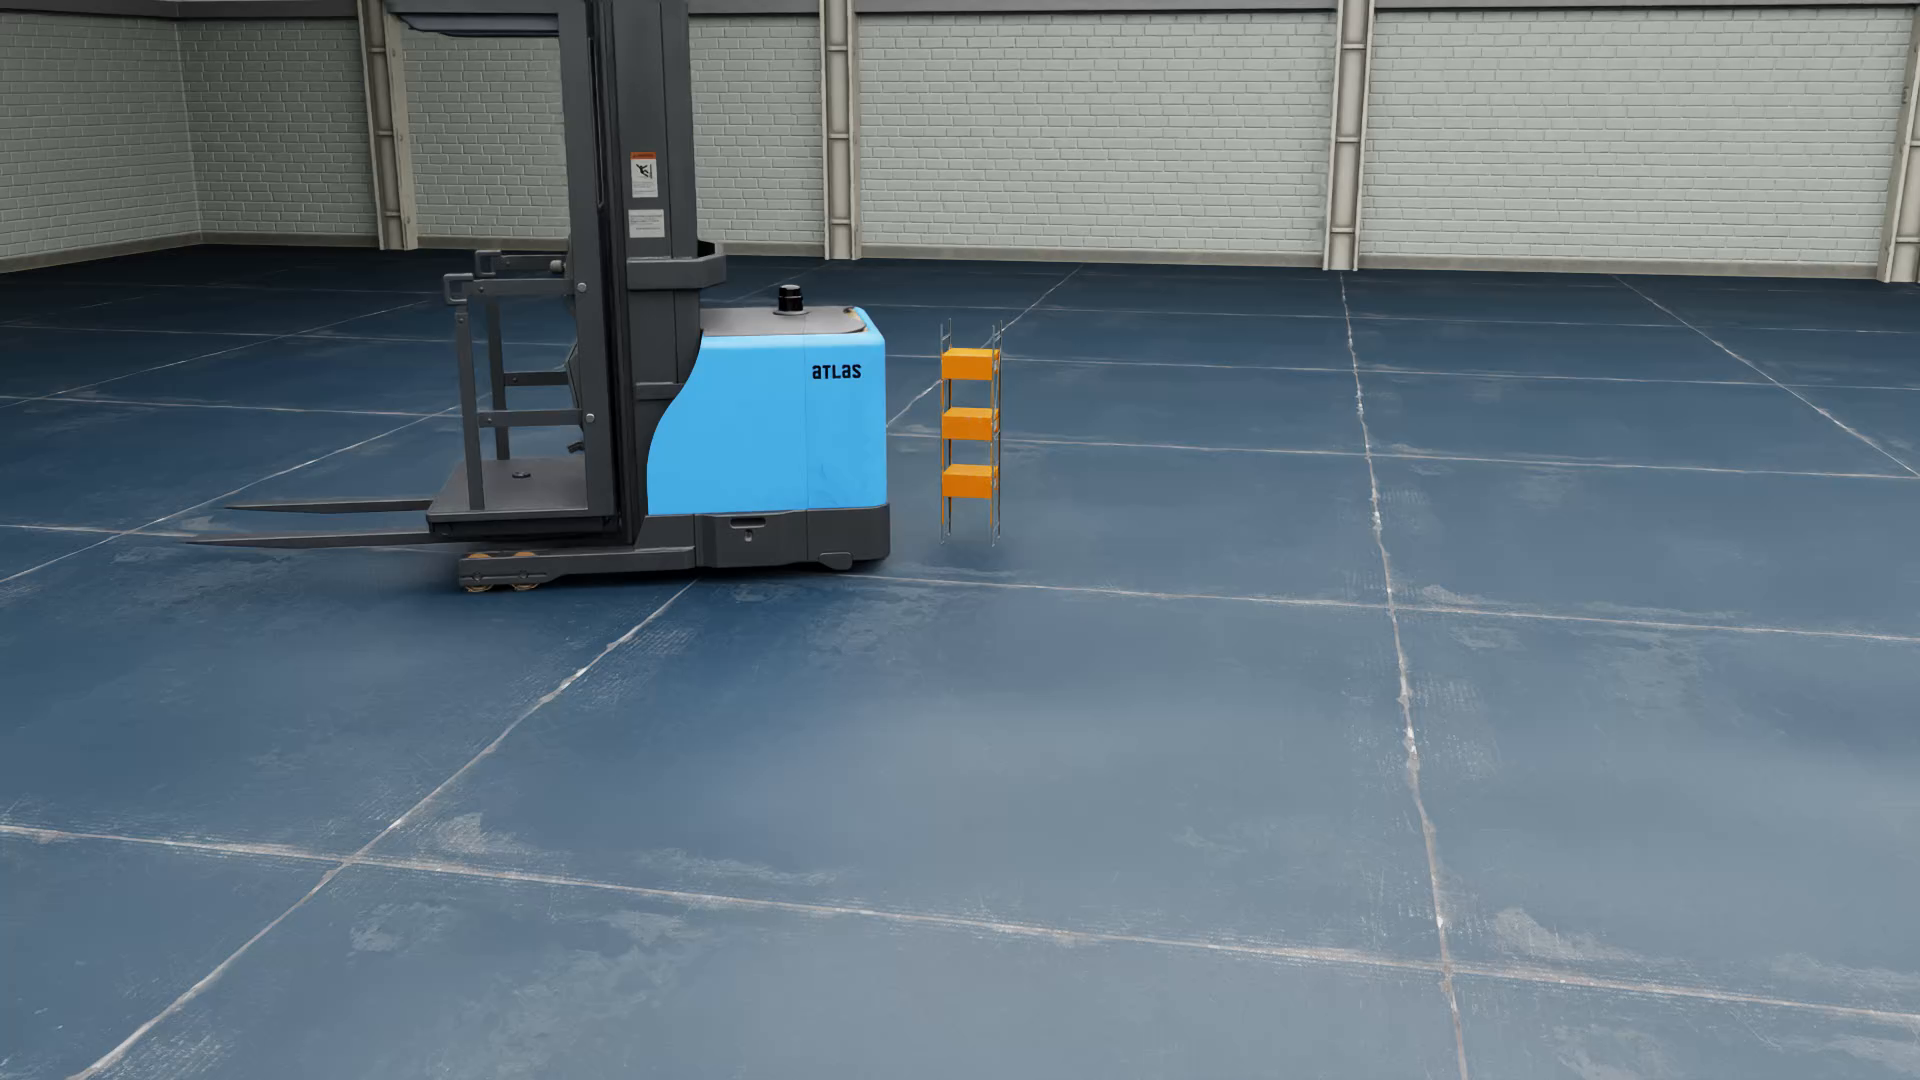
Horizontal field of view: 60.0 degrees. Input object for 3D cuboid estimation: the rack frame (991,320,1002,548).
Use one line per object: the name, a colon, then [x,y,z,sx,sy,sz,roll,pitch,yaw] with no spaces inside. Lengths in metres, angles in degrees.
rack frame: [0.172,-0.497,7.818,0.008,1.050,0.200,3,16,11]

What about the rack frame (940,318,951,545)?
rack frame: [-0.067,-0.510,7.865,0.008,1.050,0.200,3,16,11]

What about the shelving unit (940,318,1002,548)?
shelving unit: [0.052,-0.503,7.842,0.252,1.050,0.215,3,16,11]

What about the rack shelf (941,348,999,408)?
rack shelf: [0.052,-0.766,7.769,0.240,0.259,0.215,3,16,11]

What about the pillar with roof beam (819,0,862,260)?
pillar with roof beam: [-2.301,-6.695,15.303,0.400,9.000,9.100,3,16,11]

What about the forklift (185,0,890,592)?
forklift: [-1.876,-1.337,7.330,3.031,2.935,1.130,-2,16,-8]

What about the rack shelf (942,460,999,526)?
rack shelf: [0.052,-0.225,7.919,0.240,0.259,0.215,3,16,11]

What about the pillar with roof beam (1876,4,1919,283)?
pillar with roof beam: [9.459,-6.056,12.999,0.400,9.000,9.100,3,16,11]

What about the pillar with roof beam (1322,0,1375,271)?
pillar with roof beam: [3.579,-6.376,14.151,0.400,9.000,9.100,3,16,11]

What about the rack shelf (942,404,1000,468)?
rack shelf: [0.052,-0.493,7.844,0.240,0.259,0.215,3,16,11]

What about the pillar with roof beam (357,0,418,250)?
pillar with roof beam: [-8.180,-7.014,16.456,0.400,9.000,9.100,3,16,11]
